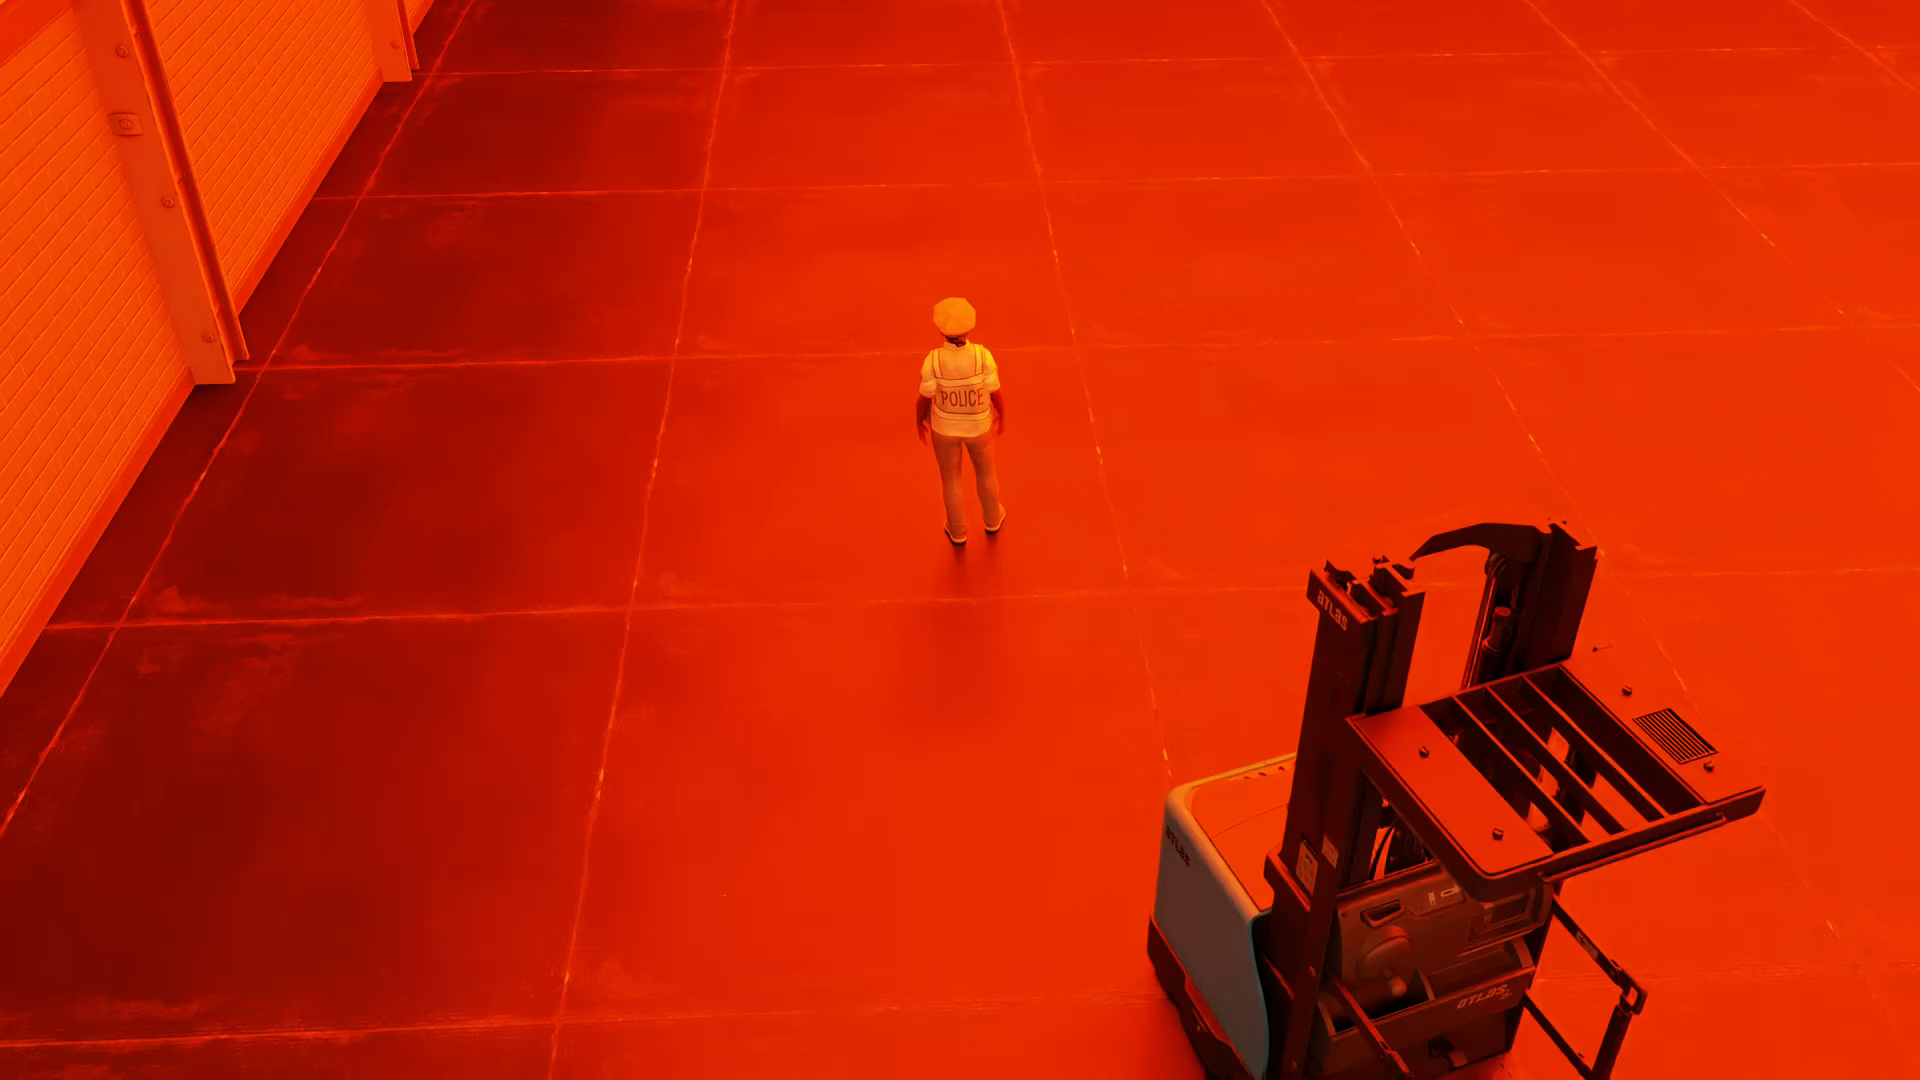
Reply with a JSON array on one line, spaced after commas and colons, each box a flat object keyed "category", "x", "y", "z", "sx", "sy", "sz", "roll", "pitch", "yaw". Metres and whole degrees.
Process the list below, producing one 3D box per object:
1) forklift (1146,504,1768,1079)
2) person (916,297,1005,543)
[{"category": "forklift", "x": 1.882, "y": 1.465, "z": 5.999, "sx": 1.130, "sy": 2.935, "sz": 3.031, "roll": -13, "pitch": 38, "yaw": -17}, {"category": "person", "x": 0.016, "y": -0.735, "z": 10.058, "sx": 0.569, "sy": 1.695, "sz": 0.530, "roll": -2, "pitch": 36, "yaw": -2}]
